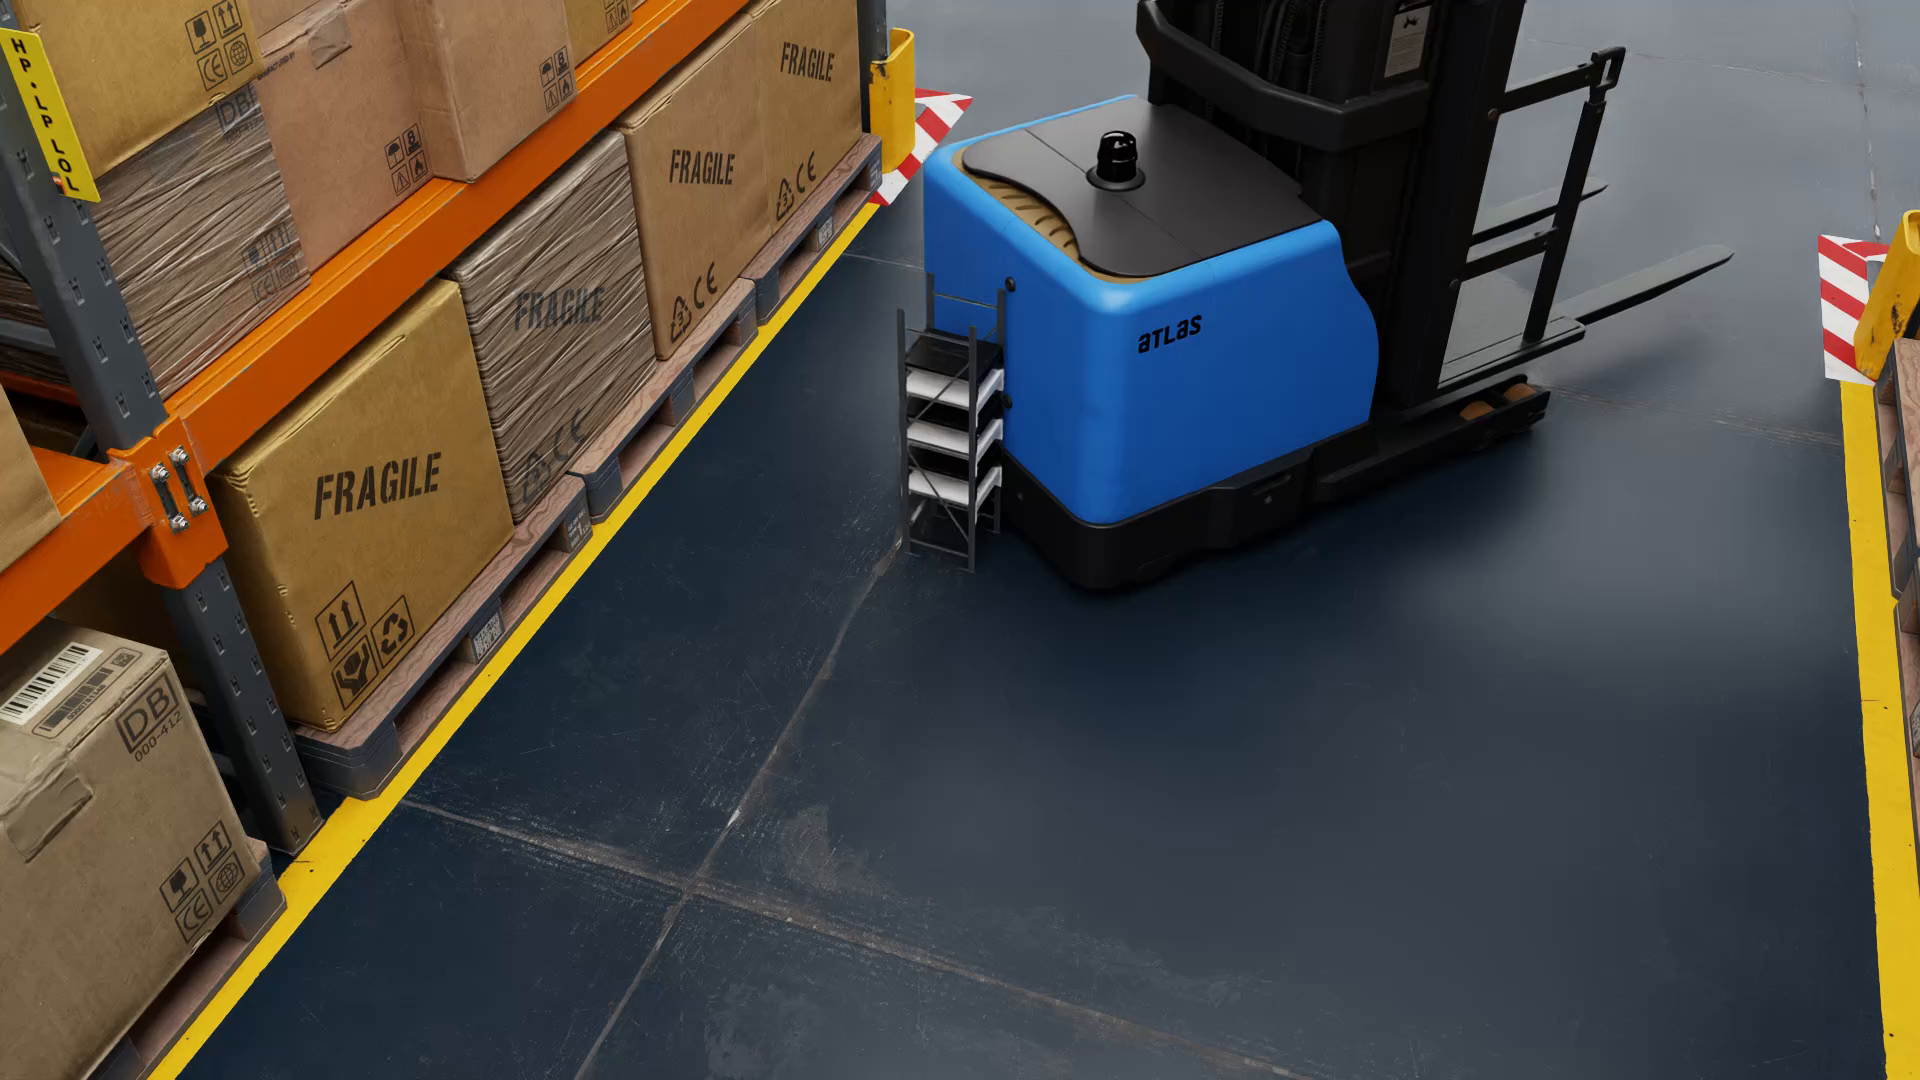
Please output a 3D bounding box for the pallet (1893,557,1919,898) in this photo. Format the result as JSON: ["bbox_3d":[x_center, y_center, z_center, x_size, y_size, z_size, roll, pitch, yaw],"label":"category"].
[{"bbox_3d":[3.079,0.592,4.393,1.003,0.211,1.213,13,42,15],"label":"pallet"}]

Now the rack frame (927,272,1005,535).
[{"bbox_3d":[0.016,-0.392,5.016,0.240,0.900,0.006,16,43,18],"label":"rack frame"}]

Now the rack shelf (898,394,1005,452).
[{"bbox_3d":[-0.024,-0.374,4.908,0.258,0.077,0.200,16,43,18],"label":"rack shelf"}]

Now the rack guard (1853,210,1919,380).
[{"bbox_3d":[3.808,-0.747,5.741,1.175,0.500,0.348,13,42,15],"label":"rack guard"}]

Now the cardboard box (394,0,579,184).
[{"bbox_3d":[-1.583,-1.396,4.459,0.875,0.550,0.550,13,42,15],"label":"cardboard box"}]

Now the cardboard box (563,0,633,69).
[{"bbox_3d":[-1.496,-1.741,4.864,0.875,0.550,0.500,13,42,15],"label":"cardboard box"}]

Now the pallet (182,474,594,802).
[{"bbox_3d":[-1.826,0.147,4.915,1.003,0.211,1.213,13,42,15],"label":"pallet"}]

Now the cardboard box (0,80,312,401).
[{"bbox_3d":[-2.045,-0.752,3.705,0.875,0.550,0.550,13,42,15],"label":"cardboard box"}]

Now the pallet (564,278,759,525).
[{"bbox_3d":[-1.411,-0.599,5.790,1.003,0.211,1.213,13,42,15],"label":"pallet"}]

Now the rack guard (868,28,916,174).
[{"bbox_3d":[-0.784,-1.971,7.175,1.175,0.500,0.348,13,42,15],"label":"rack guard"}]

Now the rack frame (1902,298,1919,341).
[{"bbox_3d":[3.834,-1.744,4.984,1.000,3.000,0.127,13,42,15],"label":"rack frame"}]

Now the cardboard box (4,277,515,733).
[{"bbox_3d":[-1.879,-0.187,4.471,0.875,0.875,0.875,14,42,16],"label":"cardboard box"}]

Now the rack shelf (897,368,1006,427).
[{"bbox_3d":[-0.024,-0.443,4.850,0.258,0.077,0.200,16,43,18],"label":"rack shelf"}]

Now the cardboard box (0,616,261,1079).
[{"bbox_3d":[-2.287,0.627,3.613,1.050,0.750,0.750,13,42,15],"label":"cardboard box"}]

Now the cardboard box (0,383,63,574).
[{"bbox_3d":[-2.087,-0.128,3.011,0.500,0.500,0.500,13,42,15],"label":"cardboard box"}]

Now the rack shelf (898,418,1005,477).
[{"bbox_3d":[-0.024,-0.306,4.966,0.258,0.077,0.200,16,43,18],"label":"rack shelf"}]

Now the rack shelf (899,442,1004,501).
[{"bbox_3d":[-0.024,-0.237,5.025,0.258,0.077,0.200,16,43,18],"label":"rack shelf"}]

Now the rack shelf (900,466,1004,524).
[{"bbox_3d":[-0.024,-0.169,5.083,0.258,0.077,0.200,16,43,18],"label":"rack shelf"}]

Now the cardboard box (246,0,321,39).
[{"bbox_3d":[-1.922,-1.514,3.766,0.875,0.550,0.550,13,42,15],"label":"cardboard box"}]

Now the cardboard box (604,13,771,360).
[{"bbox_3d":[-1.261,-1.293,5.768,0.875,0.875,0.875,13,42,14],"label":"cardboard box"}]

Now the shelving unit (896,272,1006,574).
[{"bbox_3d":[-0.024,-0.331,4.945,0.258,0.900,0.210,16,43,18],"label":"shelving unit"}]

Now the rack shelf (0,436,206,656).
[{"bbox_3d":[-2.844,1.026,2.290,1.077,0.370,4.000,13,42,15],"label":"rack shelf"}]

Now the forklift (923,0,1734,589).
[{"bbox_3d":[1.402,-1.687,4.969,3.031,2.935,1.130,-21,45,-23],"label":"forklift"}]

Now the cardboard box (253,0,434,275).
[{"bbox_3d":[-1.878,-1.092,4.104,0.875,0.550,0.550,13,42,15],"label":"cardboard box"}]

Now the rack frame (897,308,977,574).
[{"bbox_3d":[-0.065,-0.270,4.874,0.240,0.900,0.006,16,43,18],"label":"rack frame"}]

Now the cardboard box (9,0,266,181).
[{"bbox_3d":[-2.001,-1.152,3.342,0.875,0.550,0.550,13,42,15],"label":"cardboard box"}]

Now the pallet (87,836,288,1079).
[{"bbox_3d":[-2.353,1.081,3.820,1.003,0.211,1.213,13,42,15],"label":"pallet"}]

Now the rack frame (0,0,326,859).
[{"bbox_3d":[-2.160,-0.467,3.487,1.000,3.000,0.127,13,42,15],"label":"rack frame"}]

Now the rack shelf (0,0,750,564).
[{"bbox_3d":[-1.476,-1.413,5.150,1.077,0.370,4.000,13,42,15],"label":"rack shelf"}]

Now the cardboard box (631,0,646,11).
[{"bbox_3d":[-1.353,-2.074,5.254,0.875,0.550,0.550,13,42,15],"label":"cardboard box"}]

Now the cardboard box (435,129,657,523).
[{"bbox_3d":[-1.574,-0.737,5.117,0.875,0.875,0.875,14,42,15],"label":"cardboard box"}]

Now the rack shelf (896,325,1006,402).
[{"bbox_3d":[-0.024,-0.511,4.791,0.258,0.077,0.200,16,43,18],"label":"rack shelf"}]

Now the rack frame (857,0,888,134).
[{"bbox_3d":[-0.792,-2.907,6.346,1.000,3.000,0.127,13,42,15],"label":"rack frame"}]

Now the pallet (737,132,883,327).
[{"bbox_3d":[-0.992,-1.341,6.659,1.003,0.211,1.213,13,42,15],"label":"pallet"}]

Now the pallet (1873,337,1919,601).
[{"bbox_3d":[3.497,-0.150,5.263,1.003,0.211,1.213,13,42,15],"label":"pallet"}]

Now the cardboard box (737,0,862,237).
[{"bbox_3d":[-0.962,-1.830,6.397,0.875,0.875,0.875,14,42,15],"label":"cardboard box"}]

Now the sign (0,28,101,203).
[{"bbox_3d":[-1.647,-0.763,3.002,0.100,0.325,0.005,13,42,15],"label":"sign"}]
